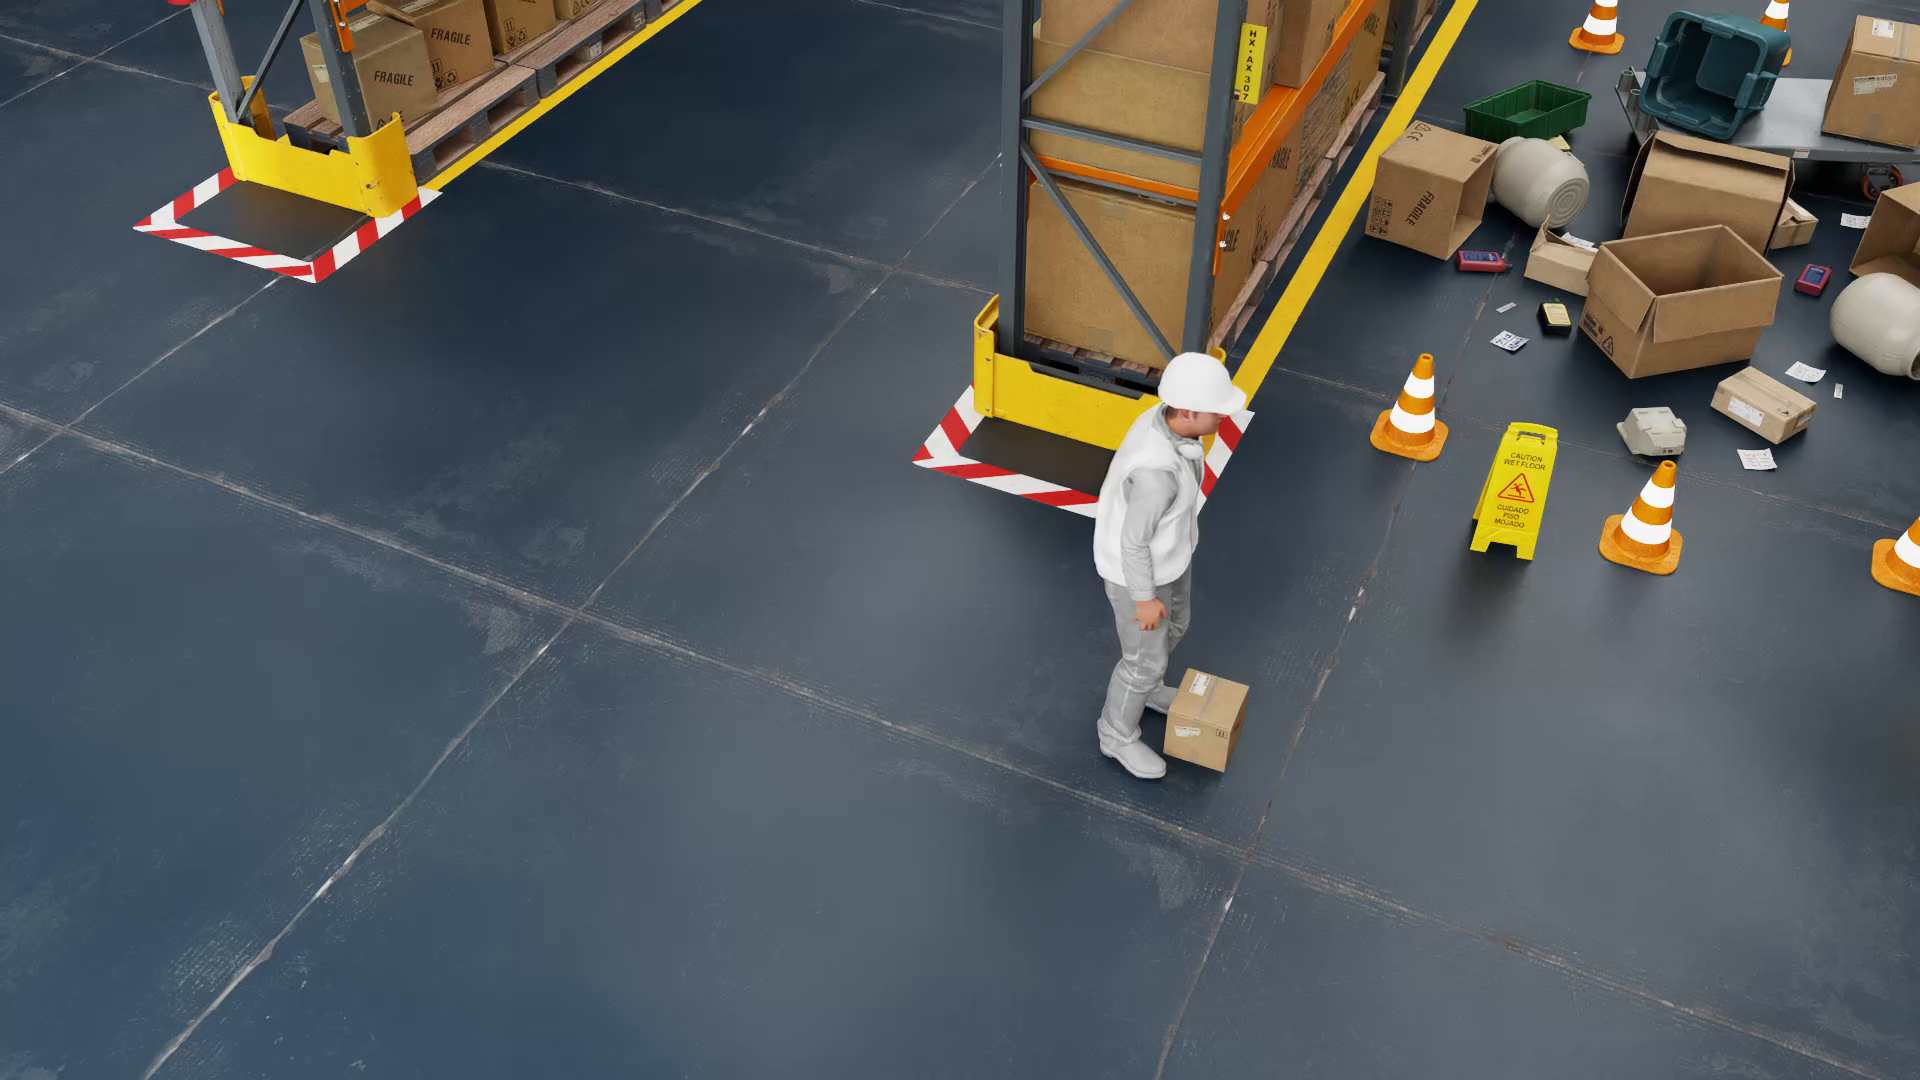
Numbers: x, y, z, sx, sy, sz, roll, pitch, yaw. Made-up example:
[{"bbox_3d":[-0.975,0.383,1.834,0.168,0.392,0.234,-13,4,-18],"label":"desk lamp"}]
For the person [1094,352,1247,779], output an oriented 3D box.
[{"bbox_3d":[0.724,0.061,6.071,0.464,1.771,0.593,15,44,16],"label":"person"}]
